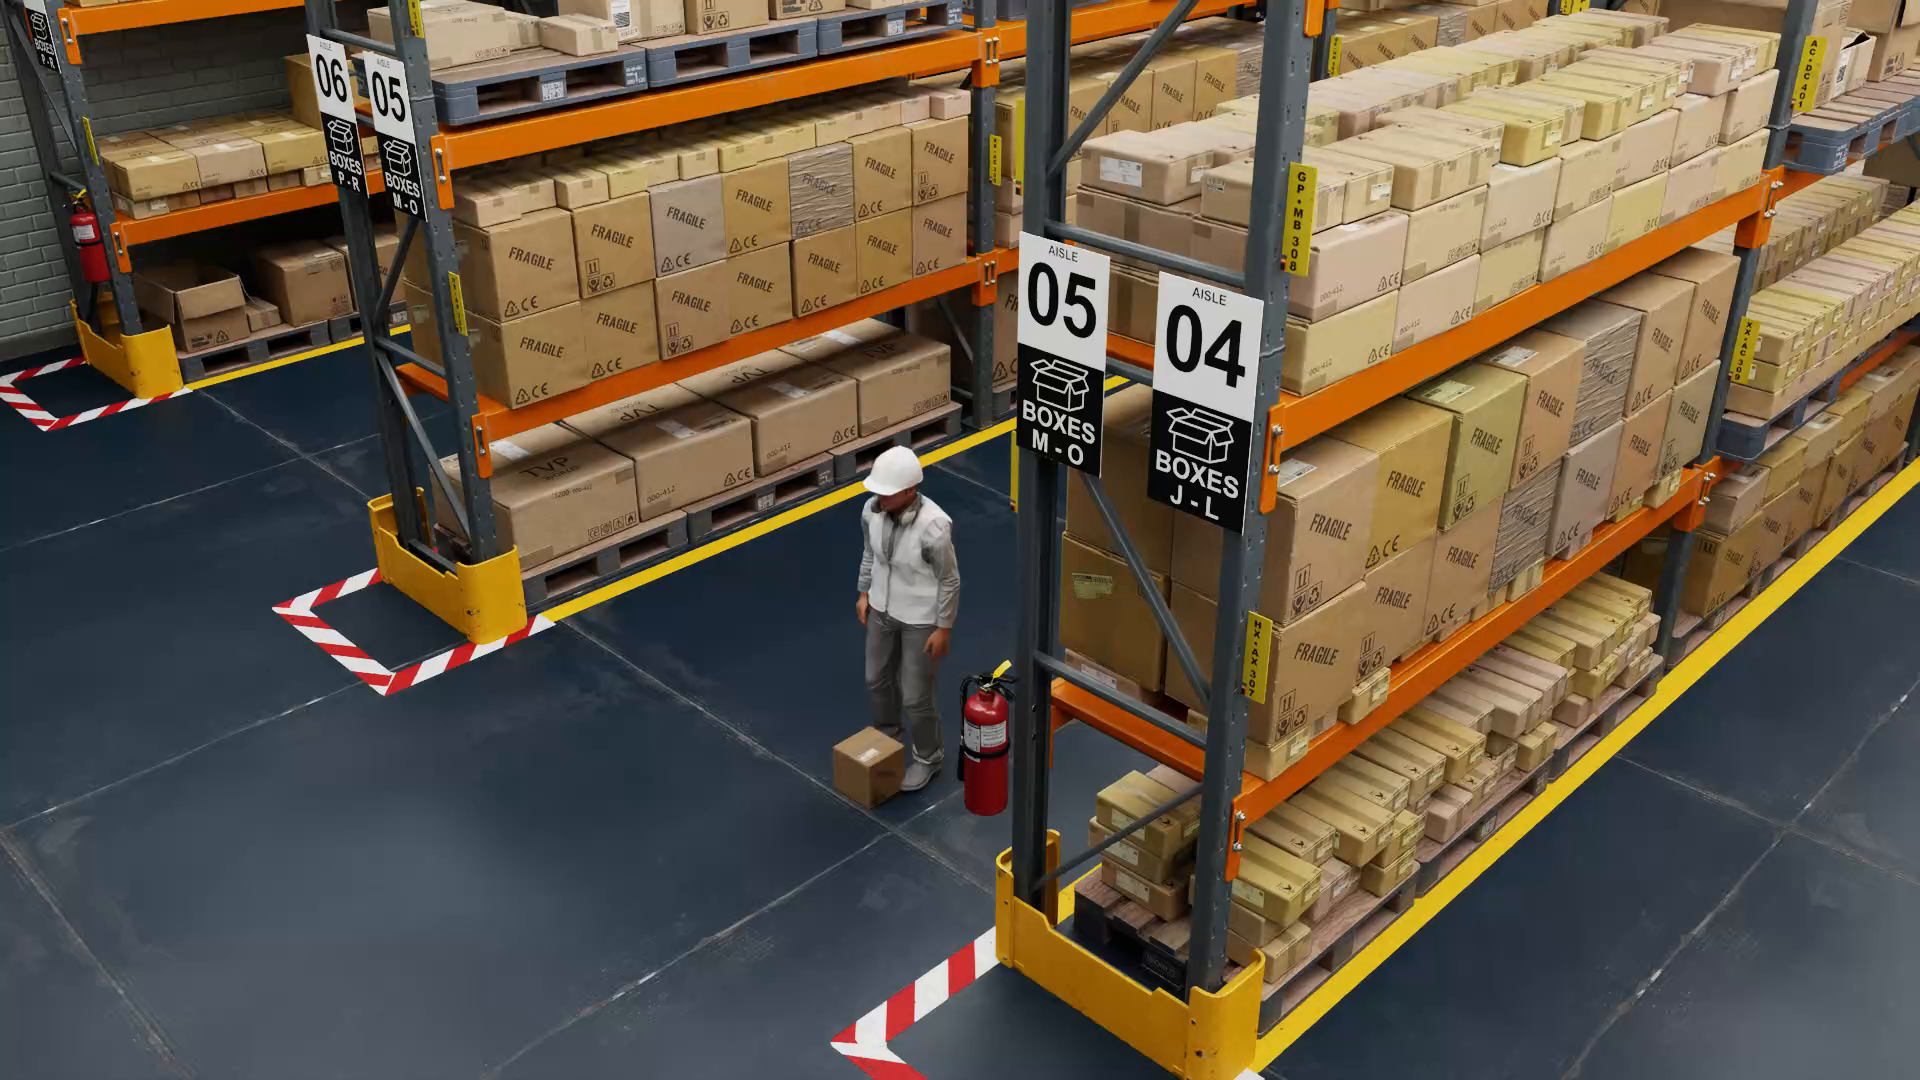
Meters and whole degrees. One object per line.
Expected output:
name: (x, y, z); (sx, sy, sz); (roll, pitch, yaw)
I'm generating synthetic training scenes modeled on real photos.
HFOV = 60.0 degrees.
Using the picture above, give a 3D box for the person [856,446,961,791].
person: (-0.261, 0.347, 7.930); (0.579, 1.769, 0.466); (23, 35, 36)
